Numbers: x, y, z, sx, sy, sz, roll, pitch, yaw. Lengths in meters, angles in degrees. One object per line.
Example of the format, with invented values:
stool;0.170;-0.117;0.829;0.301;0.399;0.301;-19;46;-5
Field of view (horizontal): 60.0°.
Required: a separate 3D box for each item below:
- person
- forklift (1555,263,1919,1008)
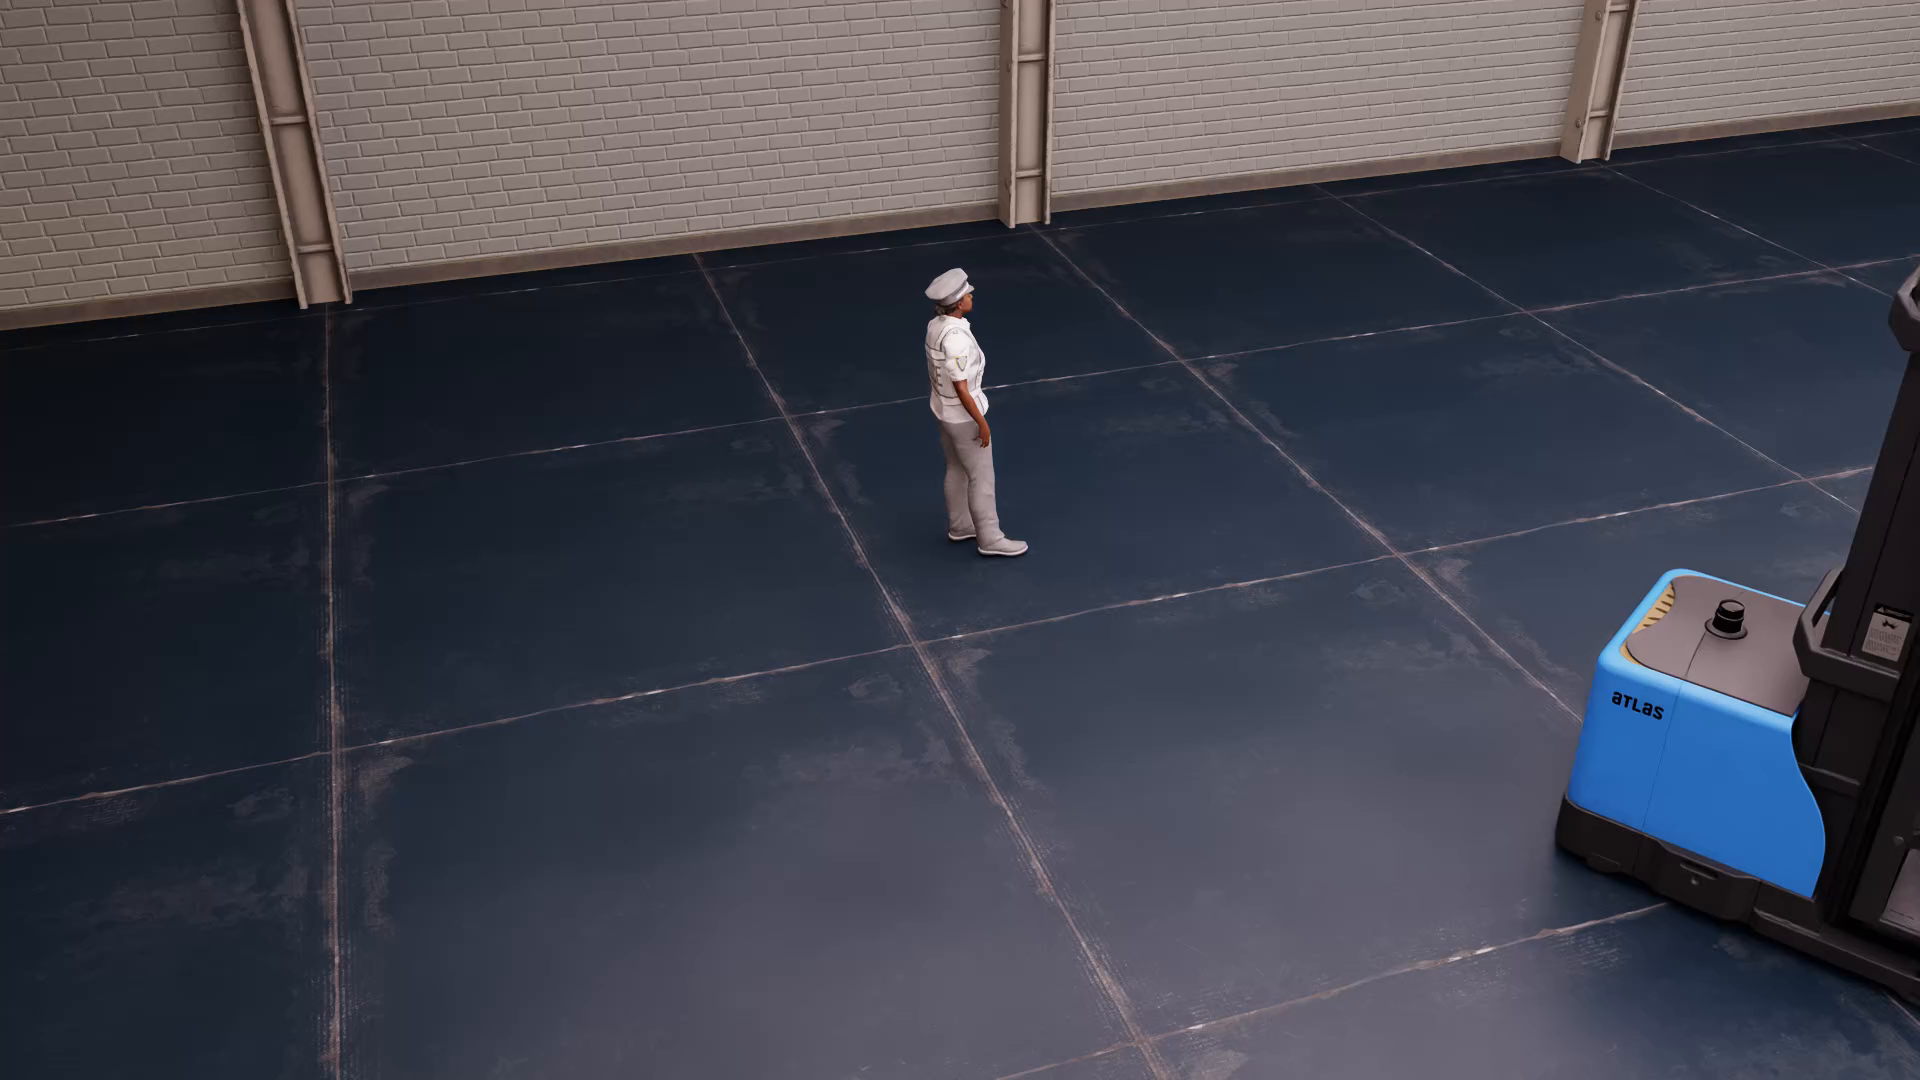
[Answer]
person;0.077;-0.743;9.604;0.530;1.694;0.569;-10;31;-16
forklift;4.171;0.412;6.371;3.031;2.935;1.130;21;36;32
